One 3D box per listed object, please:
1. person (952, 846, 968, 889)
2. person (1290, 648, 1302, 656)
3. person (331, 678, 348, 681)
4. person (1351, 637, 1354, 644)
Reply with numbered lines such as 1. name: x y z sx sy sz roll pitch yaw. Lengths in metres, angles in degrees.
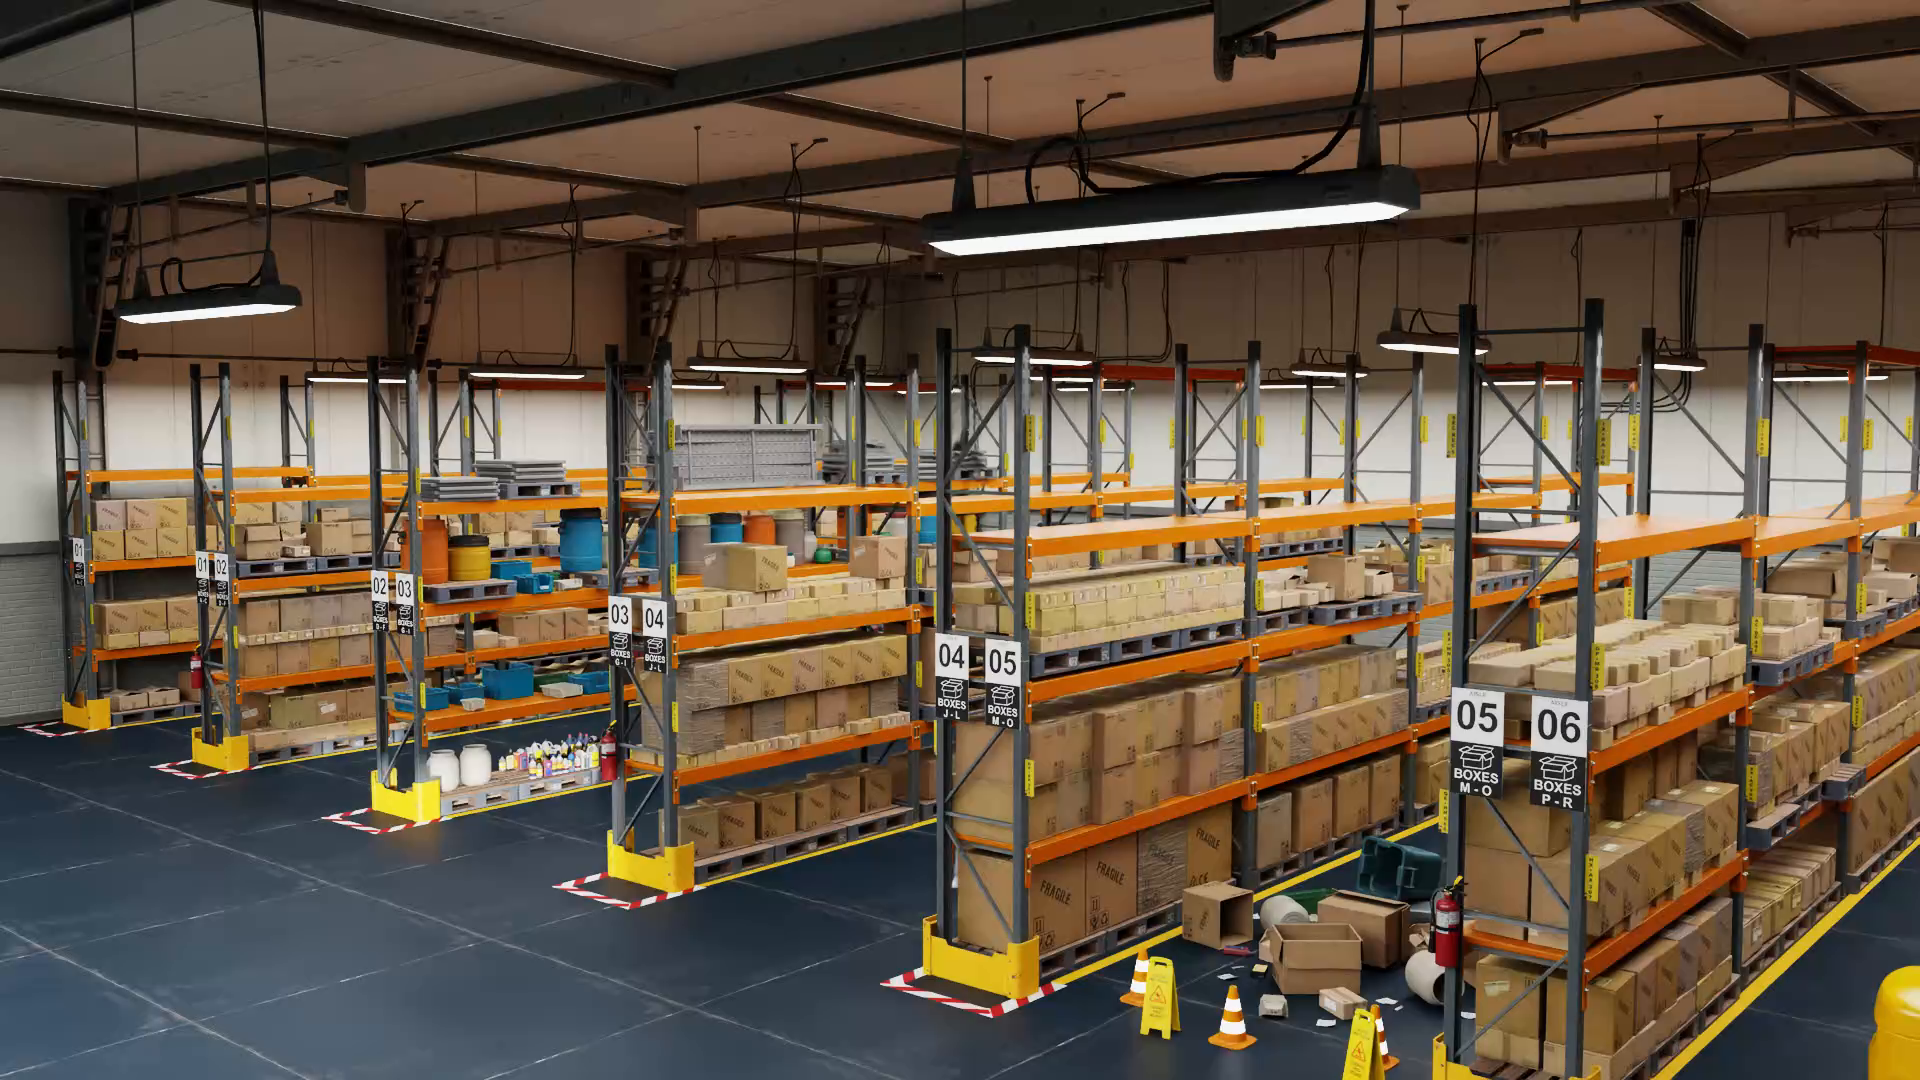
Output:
1. person: 0.168 2.986 18.597 0.553 1.691 0.896 3 5 34
2. person: 5.210 2.491 25.988 0.503 1.627 0.691 2 5 29
3. person: -10.539 2.314 28.306 0.607 1.667 0.841 3 5 34
4. person: 6.433 2.381 27.512 0.562 1.598 0.581 3 5 39
